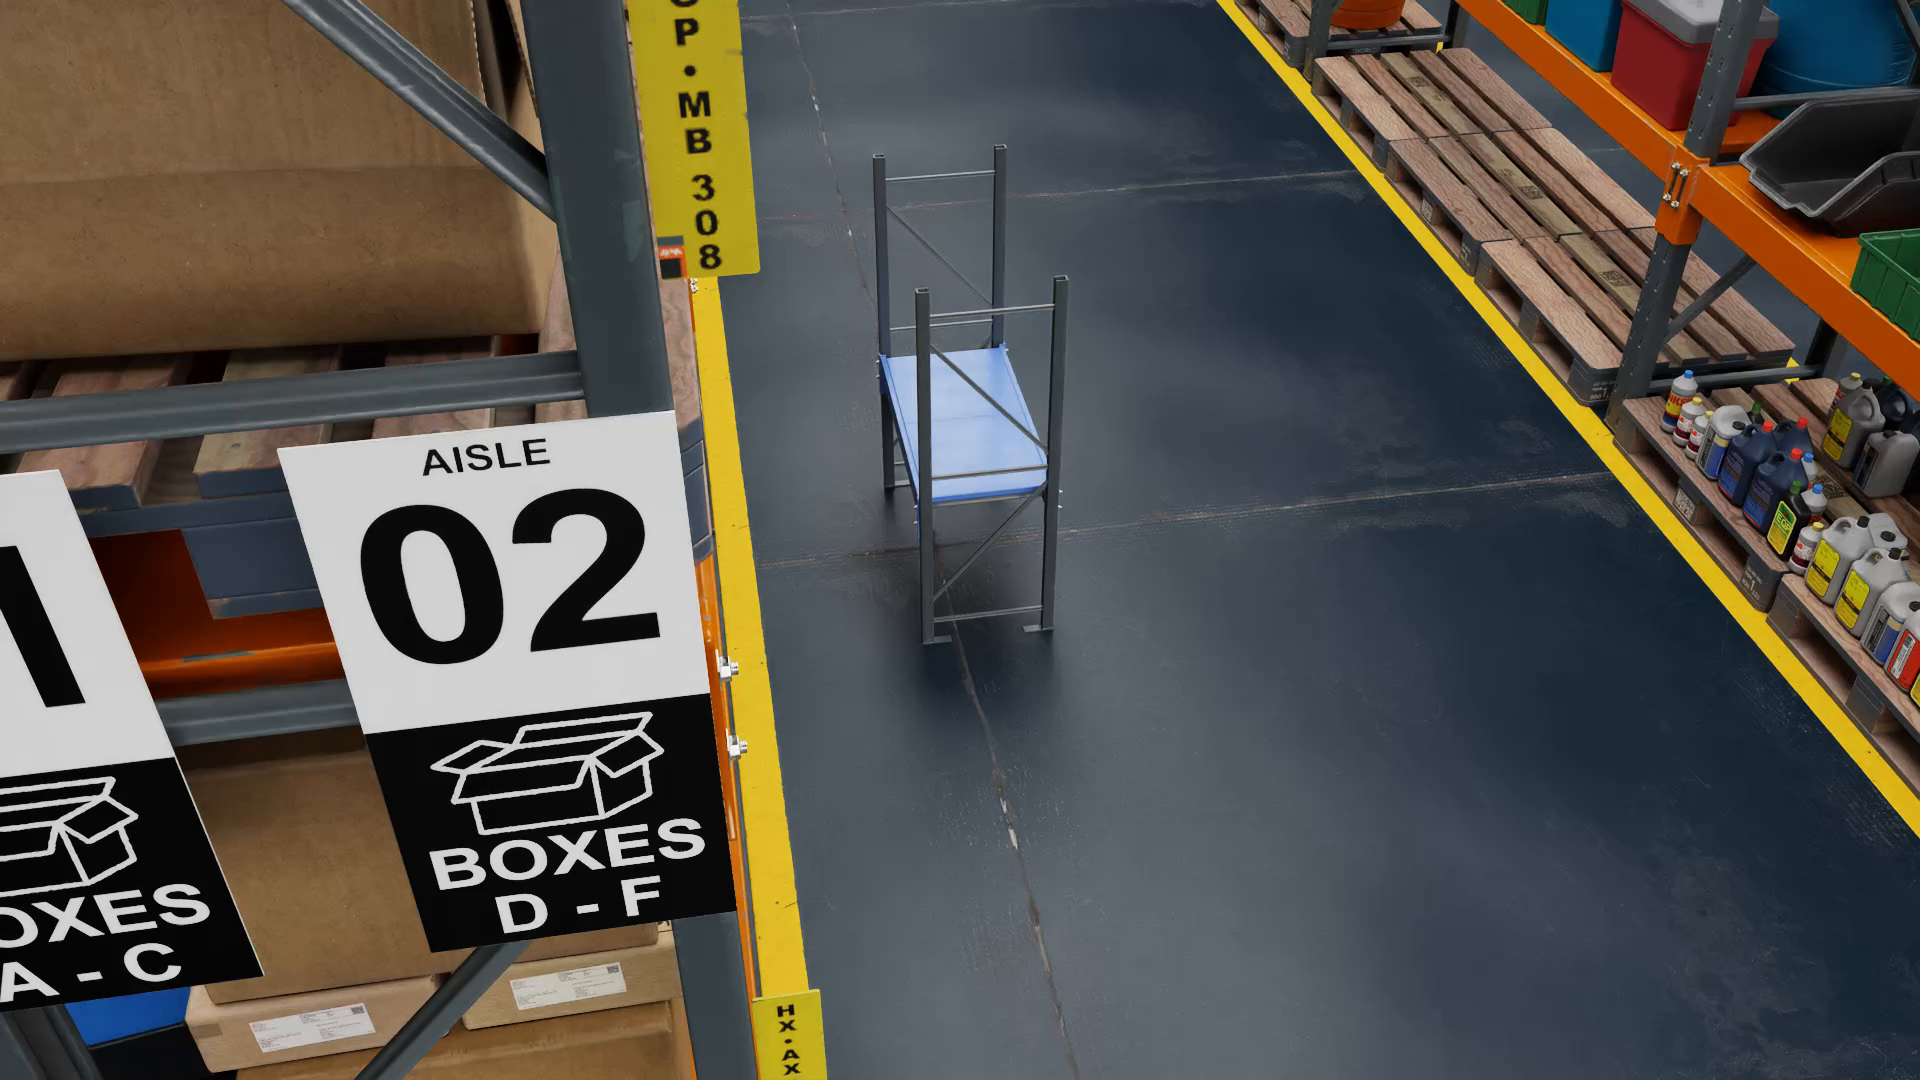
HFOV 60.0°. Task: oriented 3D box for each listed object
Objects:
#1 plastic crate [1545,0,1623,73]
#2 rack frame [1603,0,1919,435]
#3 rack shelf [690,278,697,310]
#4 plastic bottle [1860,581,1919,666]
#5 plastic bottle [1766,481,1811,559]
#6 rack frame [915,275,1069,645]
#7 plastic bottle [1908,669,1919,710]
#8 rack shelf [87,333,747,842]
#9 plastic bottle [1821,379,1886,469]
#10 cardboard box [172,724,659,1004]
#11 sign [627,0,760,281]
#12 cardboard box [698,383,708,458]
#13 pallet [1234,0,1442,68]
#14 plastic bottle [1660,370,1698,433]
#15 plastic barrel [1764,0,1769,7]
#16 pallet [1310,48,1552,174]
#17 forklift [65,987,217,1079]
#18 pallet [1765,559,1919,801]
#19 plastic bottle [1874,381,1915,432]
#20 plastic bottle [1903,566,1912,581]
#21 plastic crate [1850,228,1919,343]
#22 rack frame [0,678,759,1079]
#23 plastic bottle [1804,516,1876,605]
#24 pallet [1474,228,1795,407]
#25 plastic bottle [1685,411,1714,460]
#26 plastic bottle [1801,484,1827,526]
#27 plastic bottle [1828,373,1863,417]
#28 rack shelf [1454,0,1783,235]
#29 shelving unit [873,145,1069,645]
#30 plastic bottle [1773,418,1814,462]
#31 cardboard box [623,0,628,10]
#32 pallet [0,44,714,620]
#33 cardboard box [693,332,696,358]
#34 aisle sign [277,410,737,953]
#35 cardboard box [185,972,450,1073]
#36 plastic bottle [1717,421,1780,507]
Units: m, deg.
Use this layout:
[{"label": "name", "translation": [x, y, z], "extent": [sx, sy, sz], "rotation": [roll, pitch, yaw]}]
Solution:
[{"label": "plastic crate", "translation": [2.875, -2.354, 7.348], "extent": [0.392, 0.384, 0.575], "rotation": [-6, 38, -8]}, {"label": "rack frame", "translation": [3.375, -1.727, 6.528], "extent": [1.000, 3.000, 0.127], "rotation": [-6, 38, -8]}, {"label": "rack shelf", "translation": [-1.853, -2.121, 7.621], "extent": [1.077, 0.370, 4.000], "rotation": [-6, 38, -8]}, {"label": "plastic bottle", "translation": [3.281, 0.290, 5.794], "extent": [0.152, 0.276, 0.135], "rotation": [-7, 38, -9]}, {"label": "plastic bottle", "translation": [3.129, -0.078, 6.261], "extent": [0.061, 0.283, 0.133], "rotation": [-5, 38, -6]}, {"label": "rack frame", "translation": [0.104, -0.234, 5.828], "extent": [0.500, 1.500, 0.032], "rotation": [-6, 38, -8]}, {"label": "plastic bottle", "translation": [3.284, 0.457, 5.572], "extent": [0.061, 0.283, 0.133], "rotation": [-5, 38, -7]}, {"label": "rack shelf", "translation": [-1.152, -0.889, 3.591], "extent": [1.077, 0.370, 4.000], "rotation": [-6, 38, -8]}, {"label": "plastic bottle", "translation": [3.630, -0.481, 6.725], "extent": [0.144, 0.351, 0.185], "rotation": [-6, 38, -8]}, {"label": "cardboard box", "translation": [-0.880, 0.352, 2.713], "extent": [0.700, 0.500, 0.500], "rotation": [-6, 38, -8]}, {"label": "sign", "translation": [-0.254, -0.398, 1.595], "extent": [0.100, 0.325, 0.005], "rotation": [-6, 38, -8]}, {"label": "cardboard box", "translation": [-1.329, -0.547, 6.908], "extent": [0.500, 0.250, 0.500], "rotation": [-7, 38, -9]}, {"label": "pallet", "translation": [2.494, -3.514, 11.101], "extent": [1.003, 0.211, 1.213], "rotation": [-6, 38, -8]}, {"label": "plastic bottle", "translation": [2.999, -0.584, 6.922], "extent": [0.097, 0.271, 0.097], "rotation": [0, 38, 0]}, {"label": "plastic barrel", "translation": [3.423, -2.382, 7.261], "extent": [0.433, 0.535, 0.433], "rotation": [0, 38, 0]}, {"label": "pallet", "translation": [2.771, -2.570, 9.886], "extent": [1.003, 0.211, 1.213], "rotation": [-6, 38, -8]}, {"label": "forklift", "translation": [-3.018, -0.380, 4.850], "extent": [1.130, 2.935, 3.031], "rotation": [-12, 39, -15]}, {"label": "pallet", "translation": [3.669, 0.523, 5.905], "extent": [1.003, 0.211, 1.213], "rotation": [-6, 38, -8]}, {"label": "plastic bottle", "translation": [3.772, -0.497, 6.745], "extent": [0.144, 0.351, 0.185], "rotation": [-7, 38, -9]}, {"label": "plastic bottle", "translation": [3.359, 0.180, 5.996], "extent": [0.097, 0.201, 0.097], "rotation": [0, 38, 0]}, {"label": "plastic crate", "translation": [3.335, -0.793, 5.499], "extent": [0.450, 0.188, 0.662], "rotation": [-6, 38, -8]}, {"label": "rack frame", "translation": [-0.801, 1.219, 2.736], "extent": [1.000, 3.000, 0.127], "rotation": [-6, 38, -8]}, {"label": "plastic bottle", "translation": [3.216, 0.048, 6.044], "extent": [0.144, 0.351, 0.185], "rotation": [-7, 38, -8]}, {"label": "pallet", "translation": [3.199, -1.096, 7.989], "extent": [1.003, 0.211, 1.213], "rotation": [-6, 38, -8]}, {"label": "plastic bottle", "translation": [3.035, -0.433, 6.785], "extent": [0.097, 0.201, 0.097], "rotation": [0, 38, 0]}, {"label": "plastic bottle", "translation": [3.204, -0.093, 6.289], "extent": [0.097, 0.271, 0.097], "rotation": [0, 38, 0]}, {"label": "plastic bottle", "translation": [3.745, -0.610, 7.013], "extent": [0.097, 0.201, 0.097], "rotation": [0, 38, 0]}, {"label": "rack shelf", "translation": [3.024, -2.651, 8.304], "extent": [1.077, 0.370, 4.000], "rotation": [-6, 38, -8]}, {"label": "shelving unit", "translation": [0.015, -0.541, 6.224], "extent": [0.538, 1.500, 1.048], "rotation": [-6, 38, -8]}, {"label": "plastic bottle", "translation": [3.250, -0.338, 6.541], "extent": [0.144, 0.351, 0.185], "rotation": [-6, 38, -8]}, {"label": "cardboard box", "translation": [-0.823, -1.258, 2.942], "extent": [0.500, 0.500, 0.500], "rotation": [-6, 38, -8]}, {"label": "pallet", "translation": [-0.900, -0.360, 2.396], "extent": [1.003, 0.211, 1.213], "rotation": [-6, 38, -8]}, {"label": "cardboard box", "translation": [-1.330, -0.775, 6.744], "extent": [0.500, 0.311, 0.500], "rotation": [-6, 38, -8]}, {"label": "aisle sign", "translation": [-0.488, 0.199, 1.929], "extent": [0.394, 0.787, 0.004], "rotation": [-6, 38, -8]}, {"label": "cardboard box", "translation": [-1.056, 0.713, 2.777], "extent": [0.380, 0.149, 0.250], "rotation": [-7, 38, -9]}, {"label": "plastic bottle", "translation": [3.108, -0.323, 6.521], "extent": [0.144, 0.351, 0.185], "rotation": [-5, 38, -7]}]
